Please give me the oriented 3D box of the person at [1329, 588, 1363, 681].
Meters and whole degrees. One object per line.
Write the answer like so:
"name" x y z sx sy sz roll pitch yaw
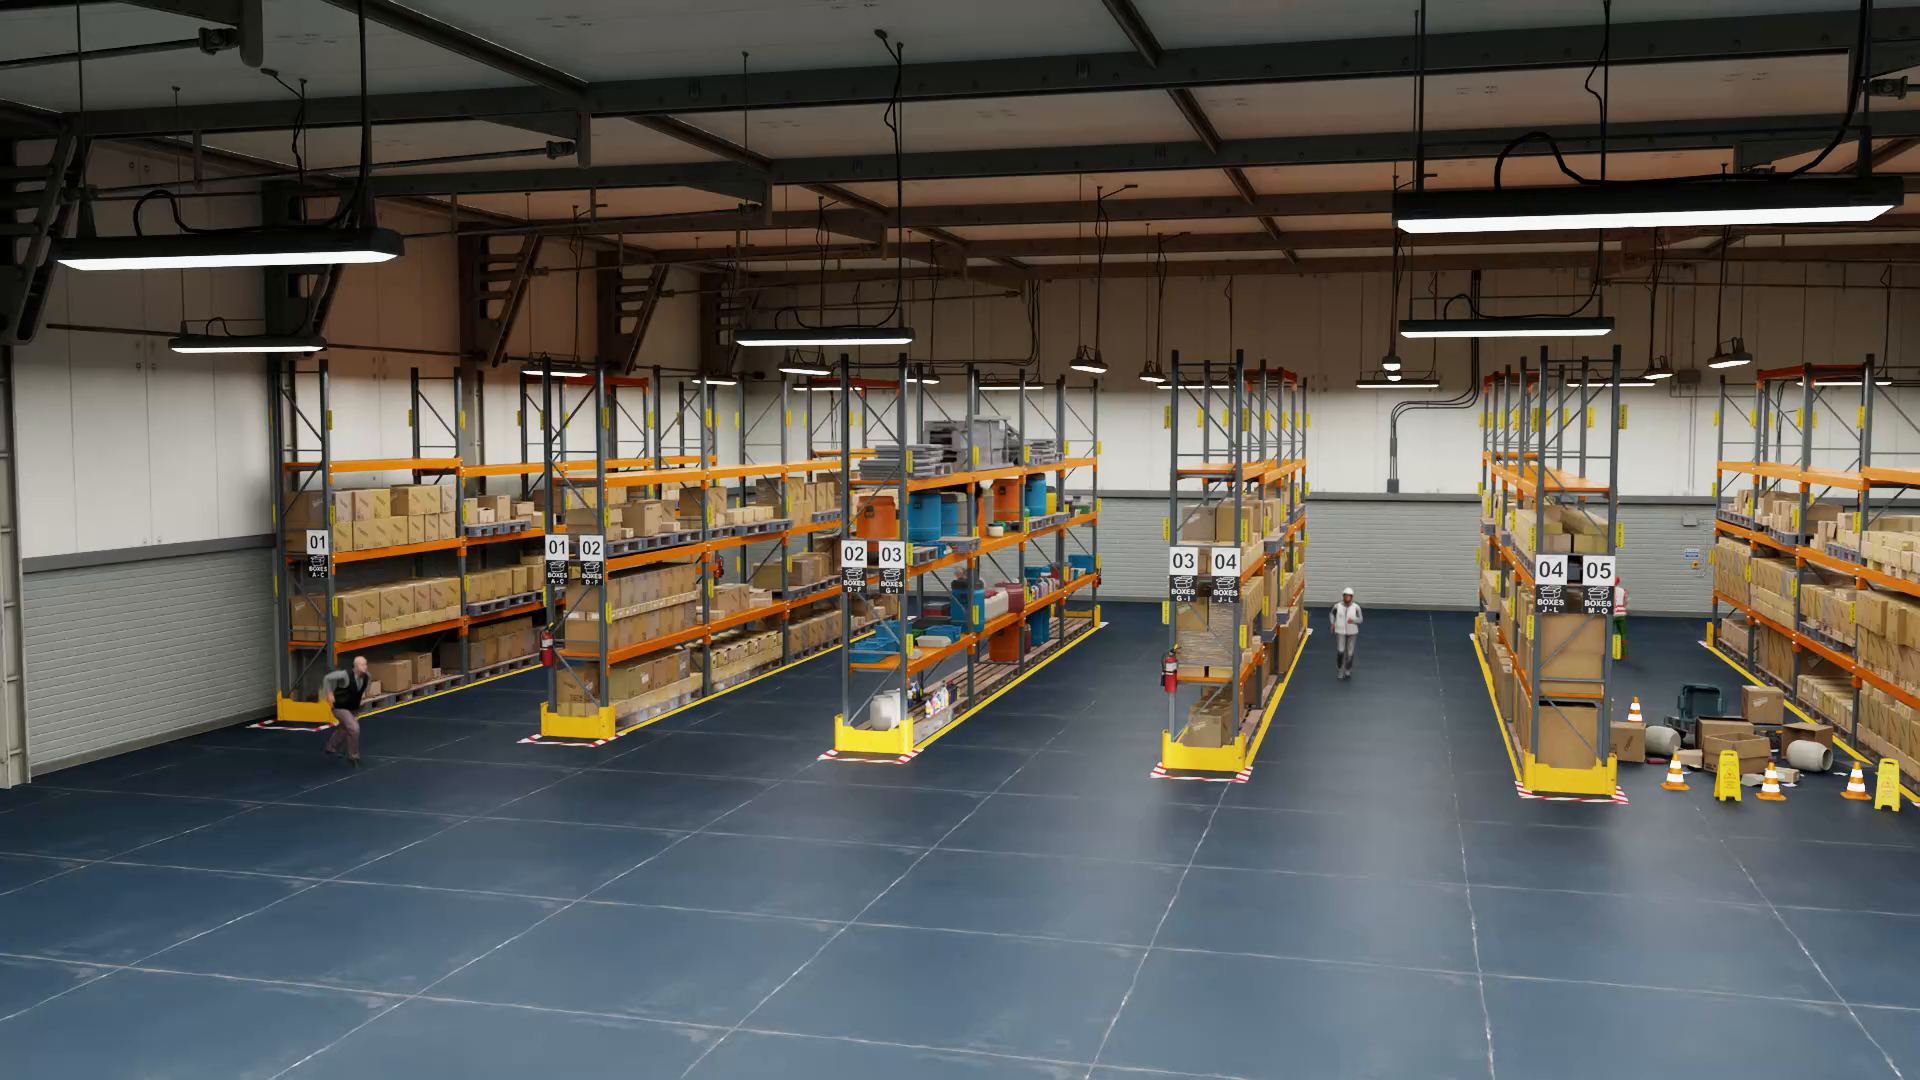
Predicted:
"person" 7.441 1.819 32.037 0.610 1.799 0.721 1 4 8

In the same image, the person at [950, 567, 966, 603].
"person" 0.003 1.497 36.666 0.640 1.809 0.706 2 5 26

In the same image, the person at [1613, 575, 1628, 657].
"person" 13.832 1.609 35.087 0.620 1.720 0.941 0 4 -3

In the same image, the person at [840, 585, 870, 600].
"person" -2.706 1.059 43.399 1.018 1.692 0.627 1 4 19

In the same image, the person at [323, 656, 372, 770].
"person" -8.896 2.494 24.025 0.989 1.673 0.704 3 5 32
